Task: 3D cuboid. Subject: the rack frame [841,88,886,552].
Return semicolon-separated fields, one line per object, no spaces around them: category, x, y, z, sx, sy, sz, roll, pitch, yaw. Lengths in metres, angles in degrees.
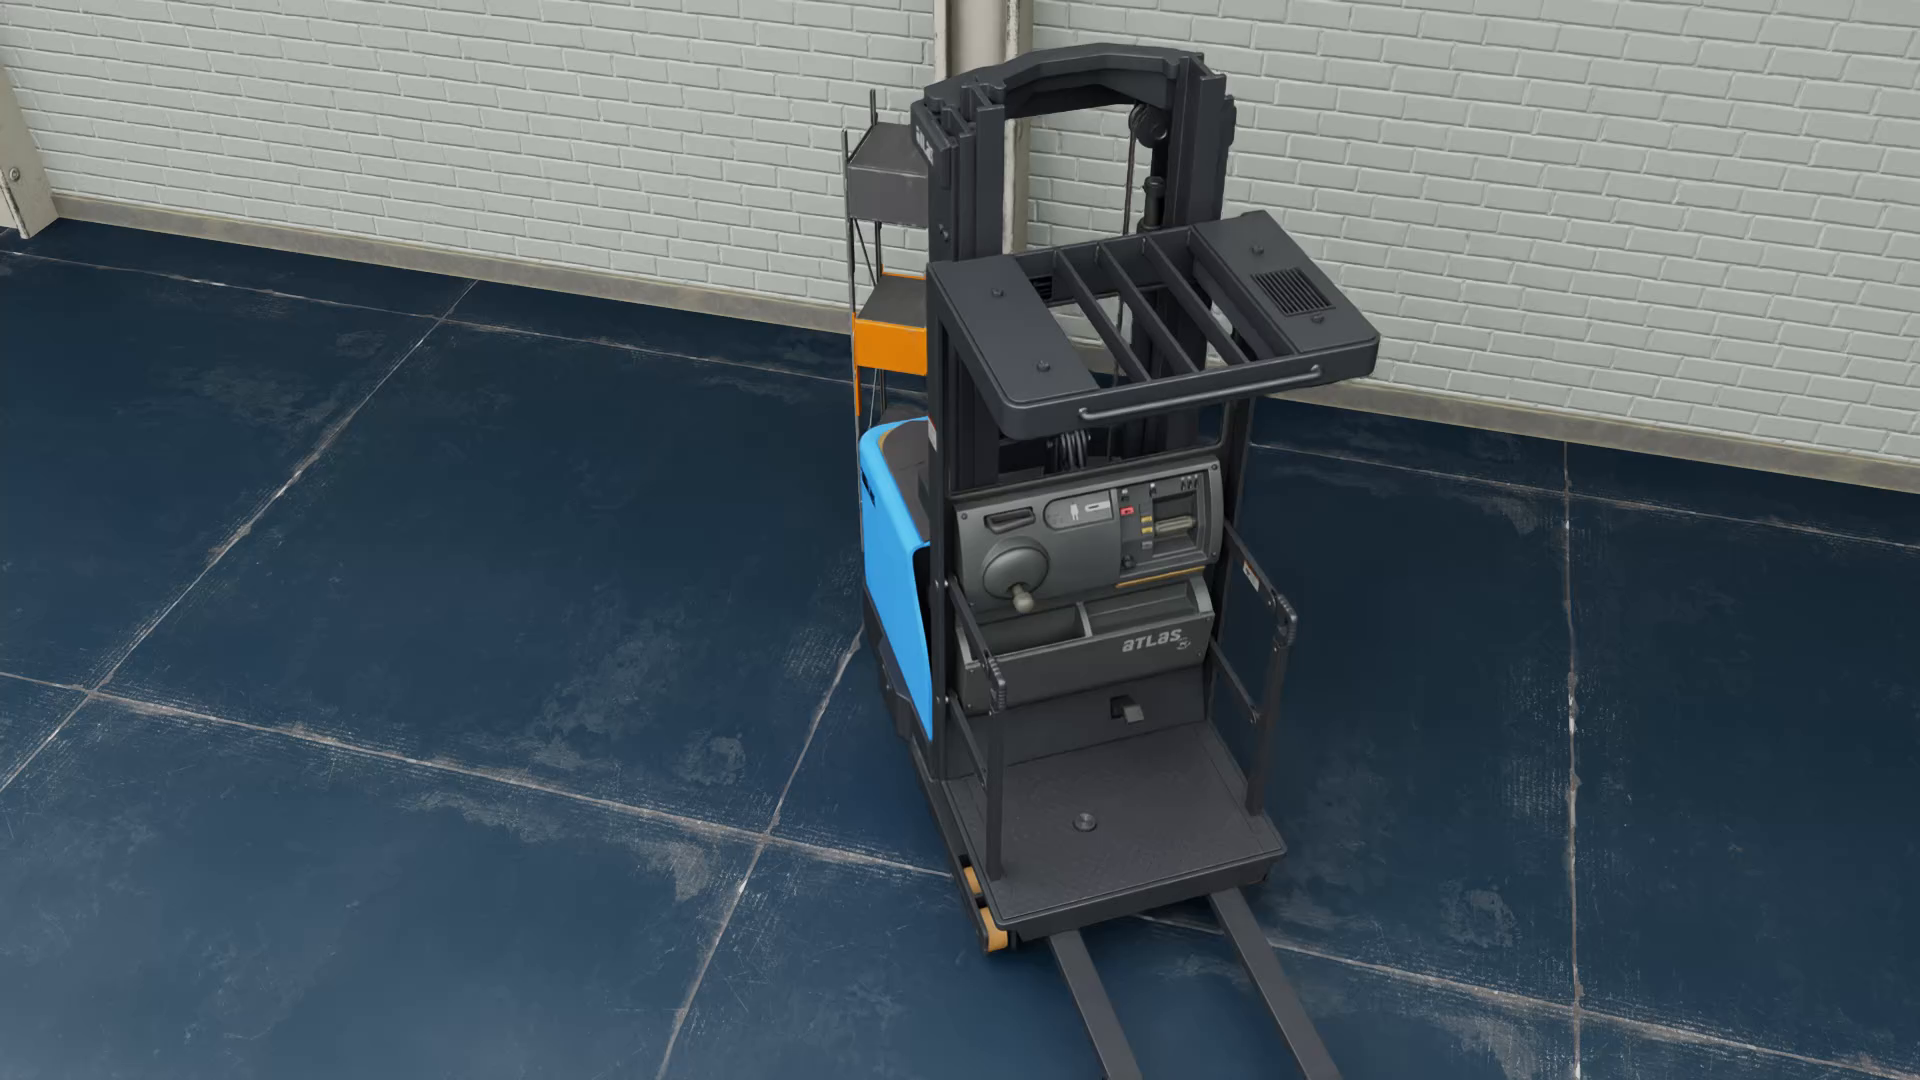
rack frame;-0.396;-0.872;7.156;0.015;2.100;0.400;10;41;11

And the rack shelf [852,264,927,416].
rack shelf;-0.160;-0.821;7.116;0.480;0.518;0.431;10;41;11

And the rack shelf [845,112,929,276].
rack shelf;-0.160;-1.357;6.666;0.480;0.518;0.431;10;41;11

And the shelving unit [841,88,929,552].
shelving unit;-0.160;-0.832;7.107;0.503;2.100;0.431;10;41;11

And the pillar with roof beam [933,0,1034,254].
pillar with roof beam;-1.003;-1.691;2.767;0.400;9.000;9.100;10;41;11

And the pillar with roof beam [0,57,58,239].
pillar with roof beam;-6.799;-2.689;3.954;0.400;9.000;9.100;10;41;11

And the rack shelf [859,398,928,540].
rack shelf;-0.160;-0.285;7.566;0.480;0.518;0.431;10;41;11

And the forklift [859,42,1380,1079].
forklift;0.507;0.065;5.394;1.130;2.935;3.031;-11;41;-13
